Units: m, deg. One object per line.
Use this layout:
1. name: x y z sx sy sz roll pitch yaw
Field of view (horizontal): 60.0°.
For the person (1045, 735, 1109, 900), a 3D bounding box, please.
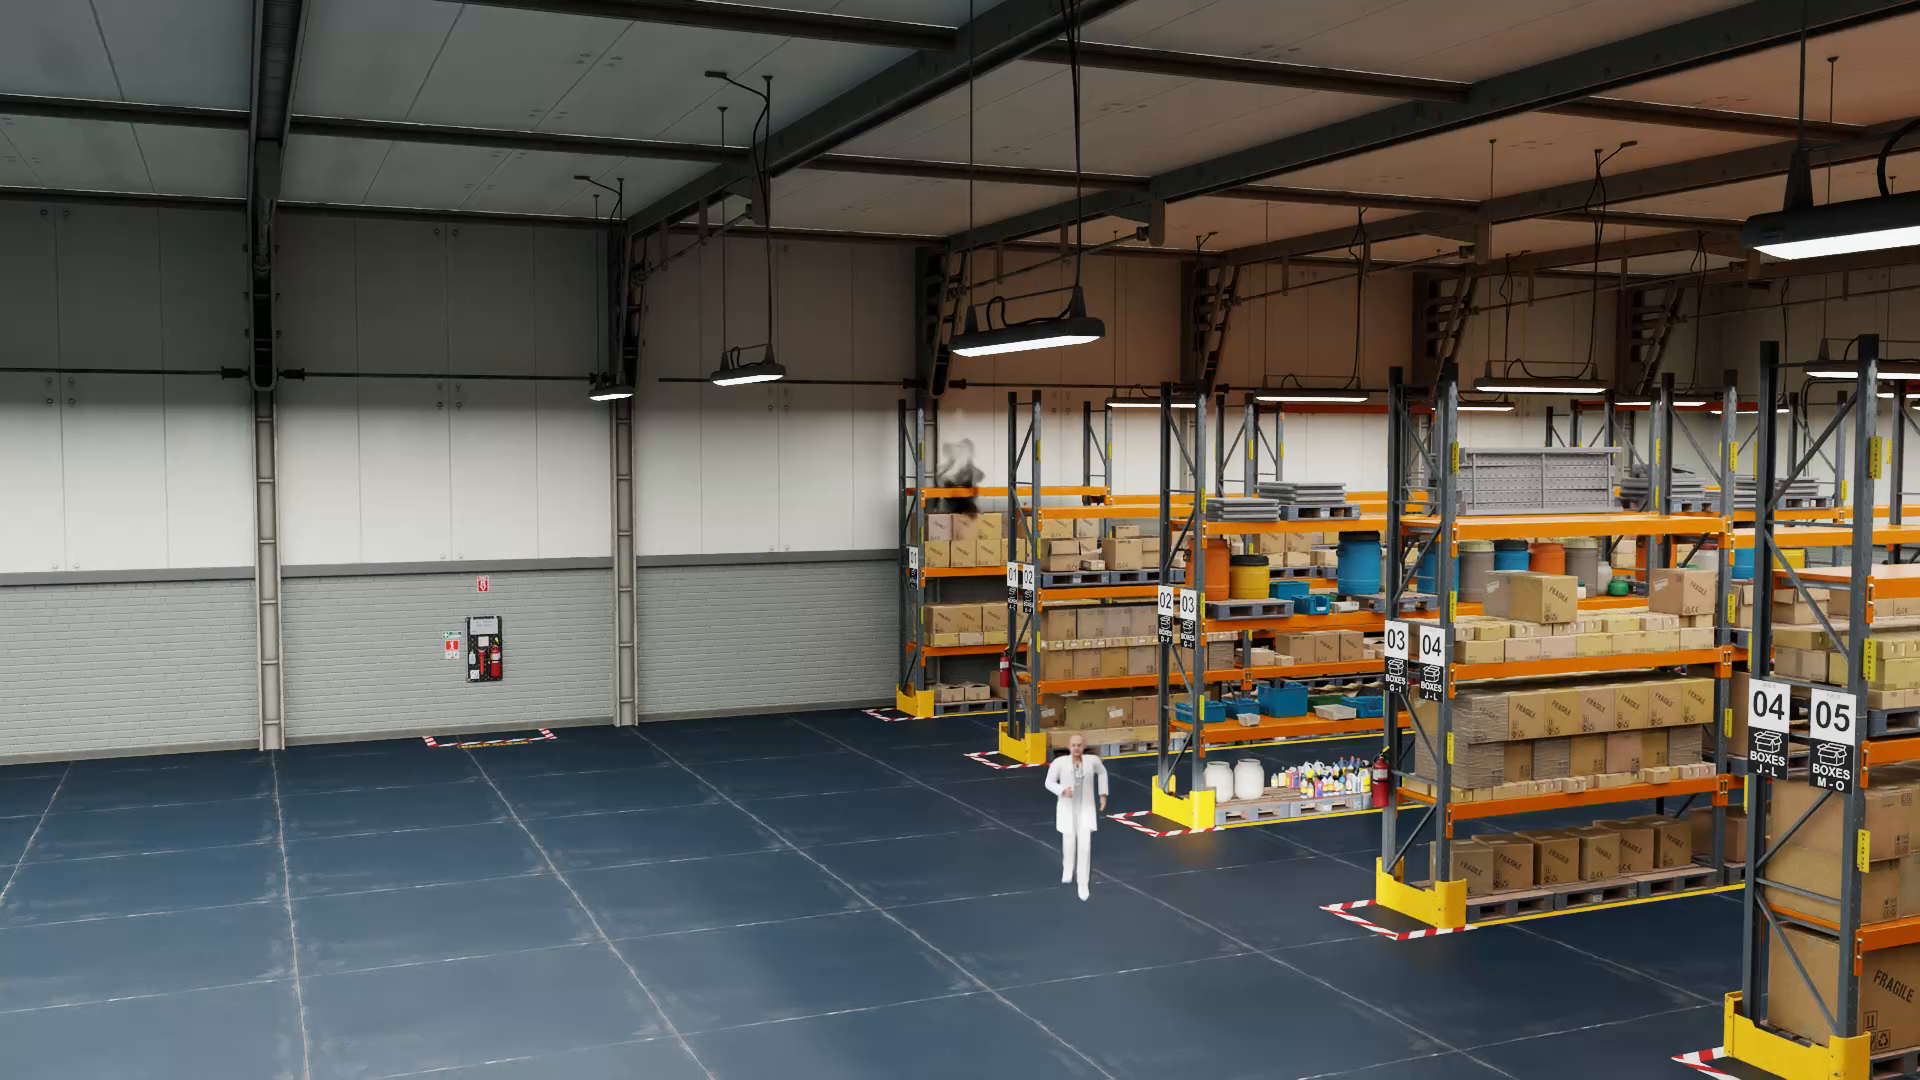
1. person: 1.350 3.148 19.190 0.736 1.834 0.903 0 3 2
